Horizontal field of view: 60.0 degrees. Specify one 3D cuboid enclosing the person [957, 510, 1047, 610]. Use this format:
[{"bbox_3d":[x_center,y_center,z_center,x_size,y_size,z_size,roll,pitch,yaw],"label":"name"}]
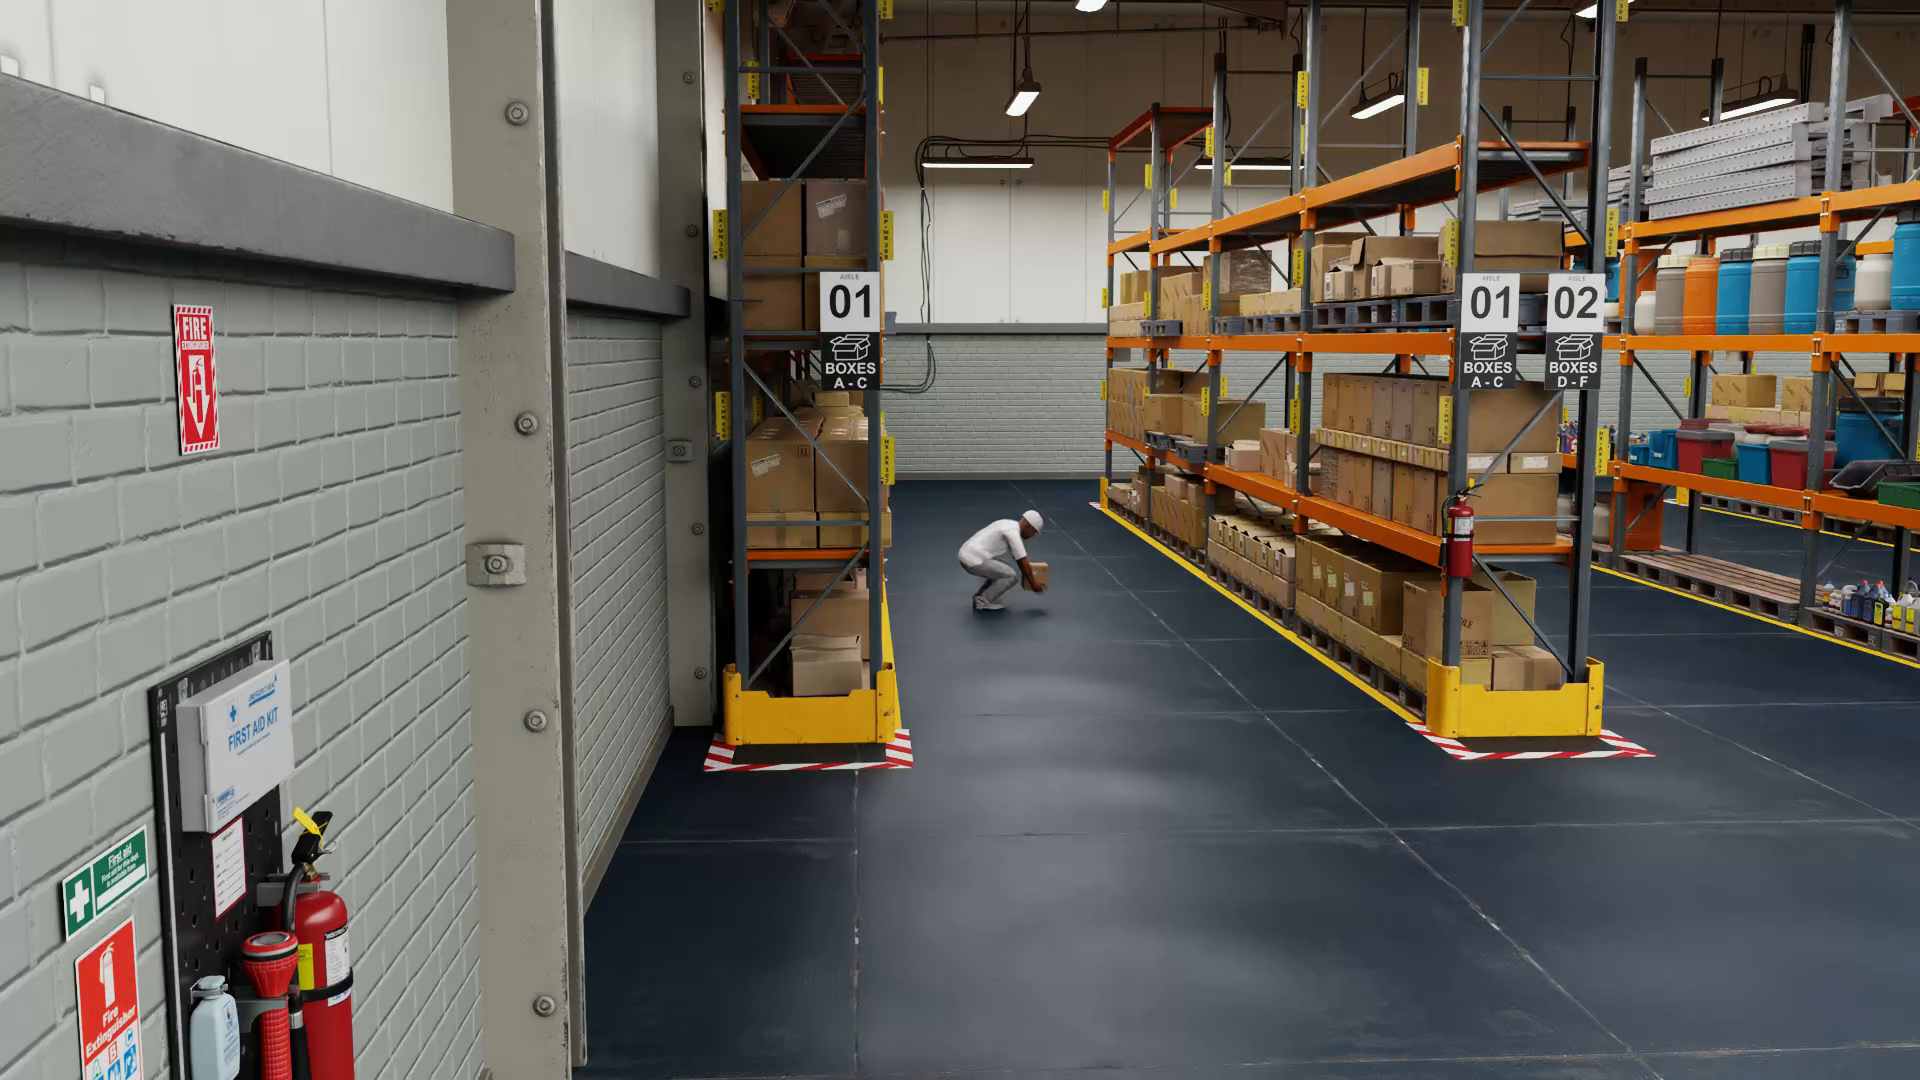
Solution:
[{"bbox_3d":[0.437,0.202,17.188,0.904,1.007,0.538,-1,7,-5],"label":"person"}]
